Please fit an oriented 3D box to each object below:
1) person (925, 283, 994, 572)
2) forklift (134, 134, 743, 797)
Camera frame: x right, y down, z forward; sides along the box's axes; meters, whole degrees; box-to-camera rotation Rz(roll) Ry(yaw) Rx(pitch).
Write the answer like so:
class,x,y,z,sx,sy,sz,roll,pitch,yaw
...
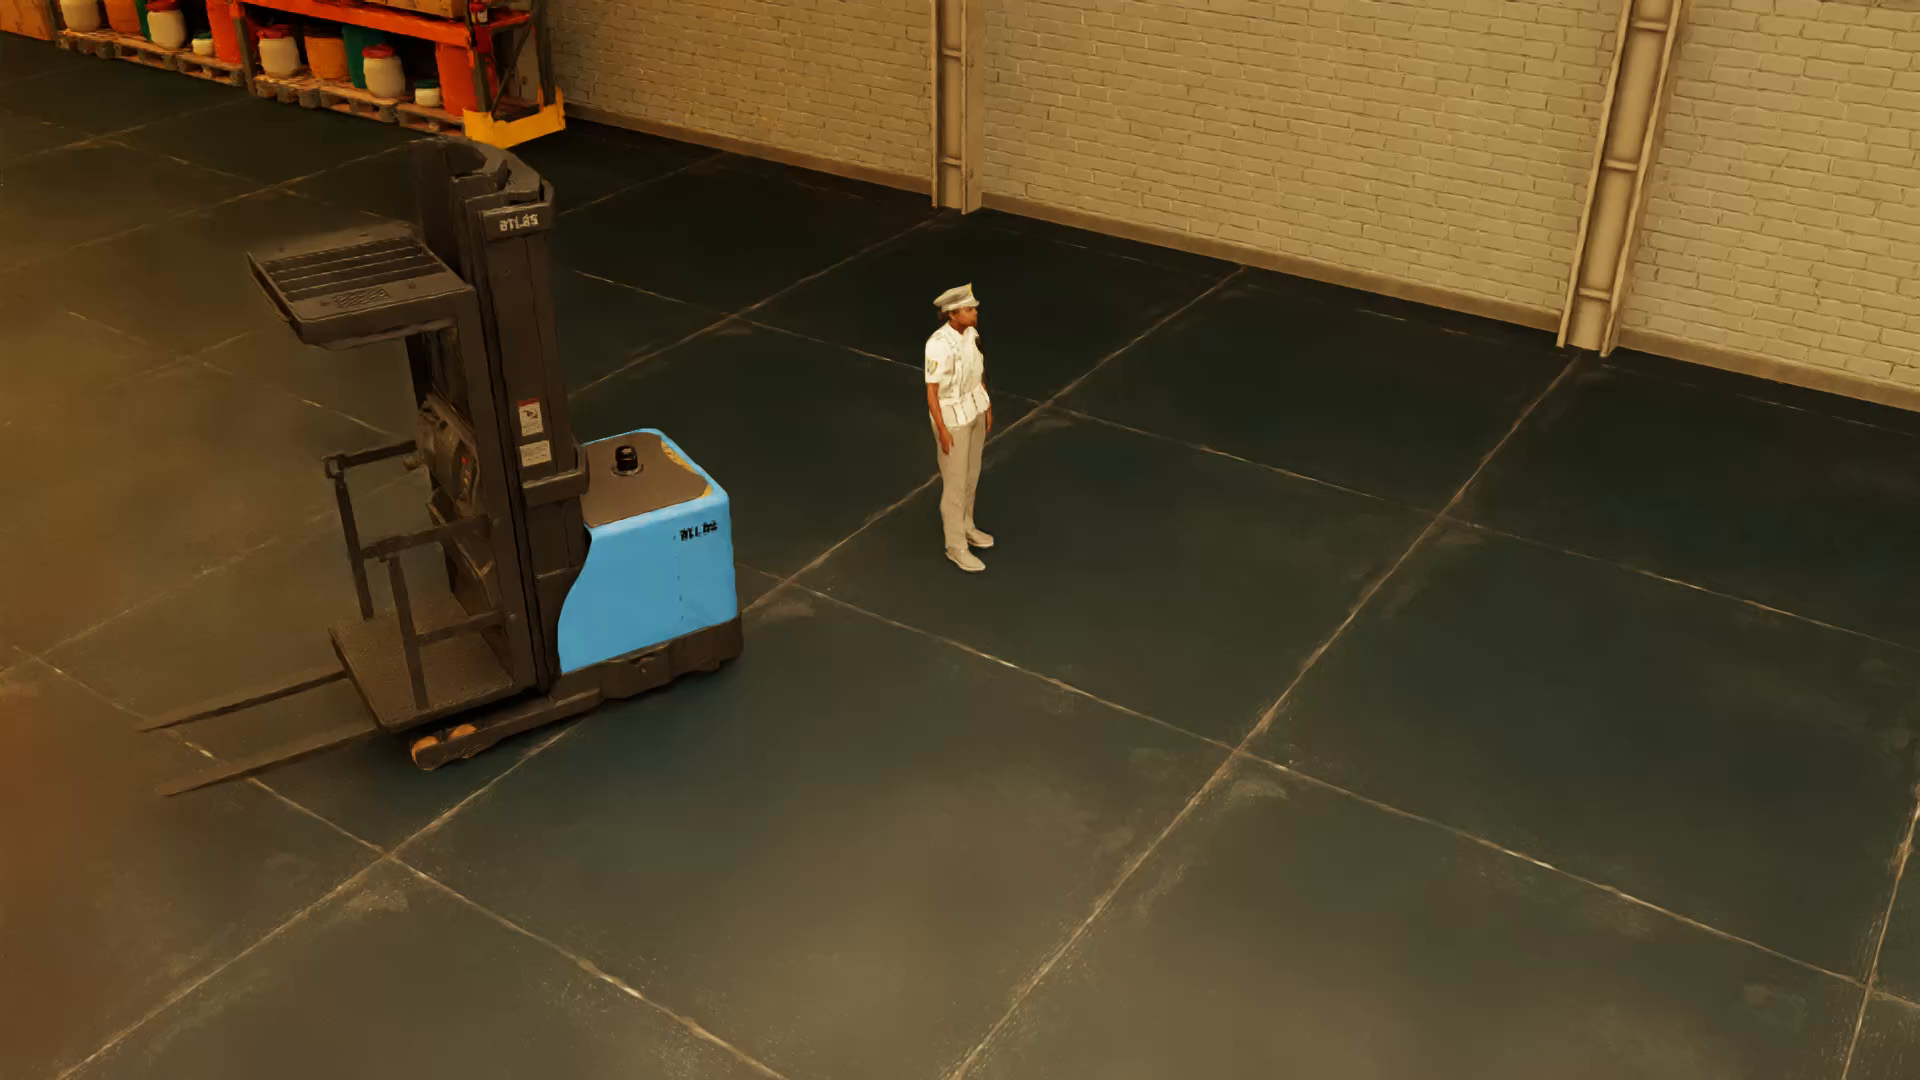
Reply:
class,x,y,z,sx,sy,sz,roll,pitch,yaw
person,0.051,-0.709,10.021,0.529,1.693,0.570,19,35,29
forklift,-2.734,-0.398,8.266,3.031,2.935,1.130,-18,35,-28
